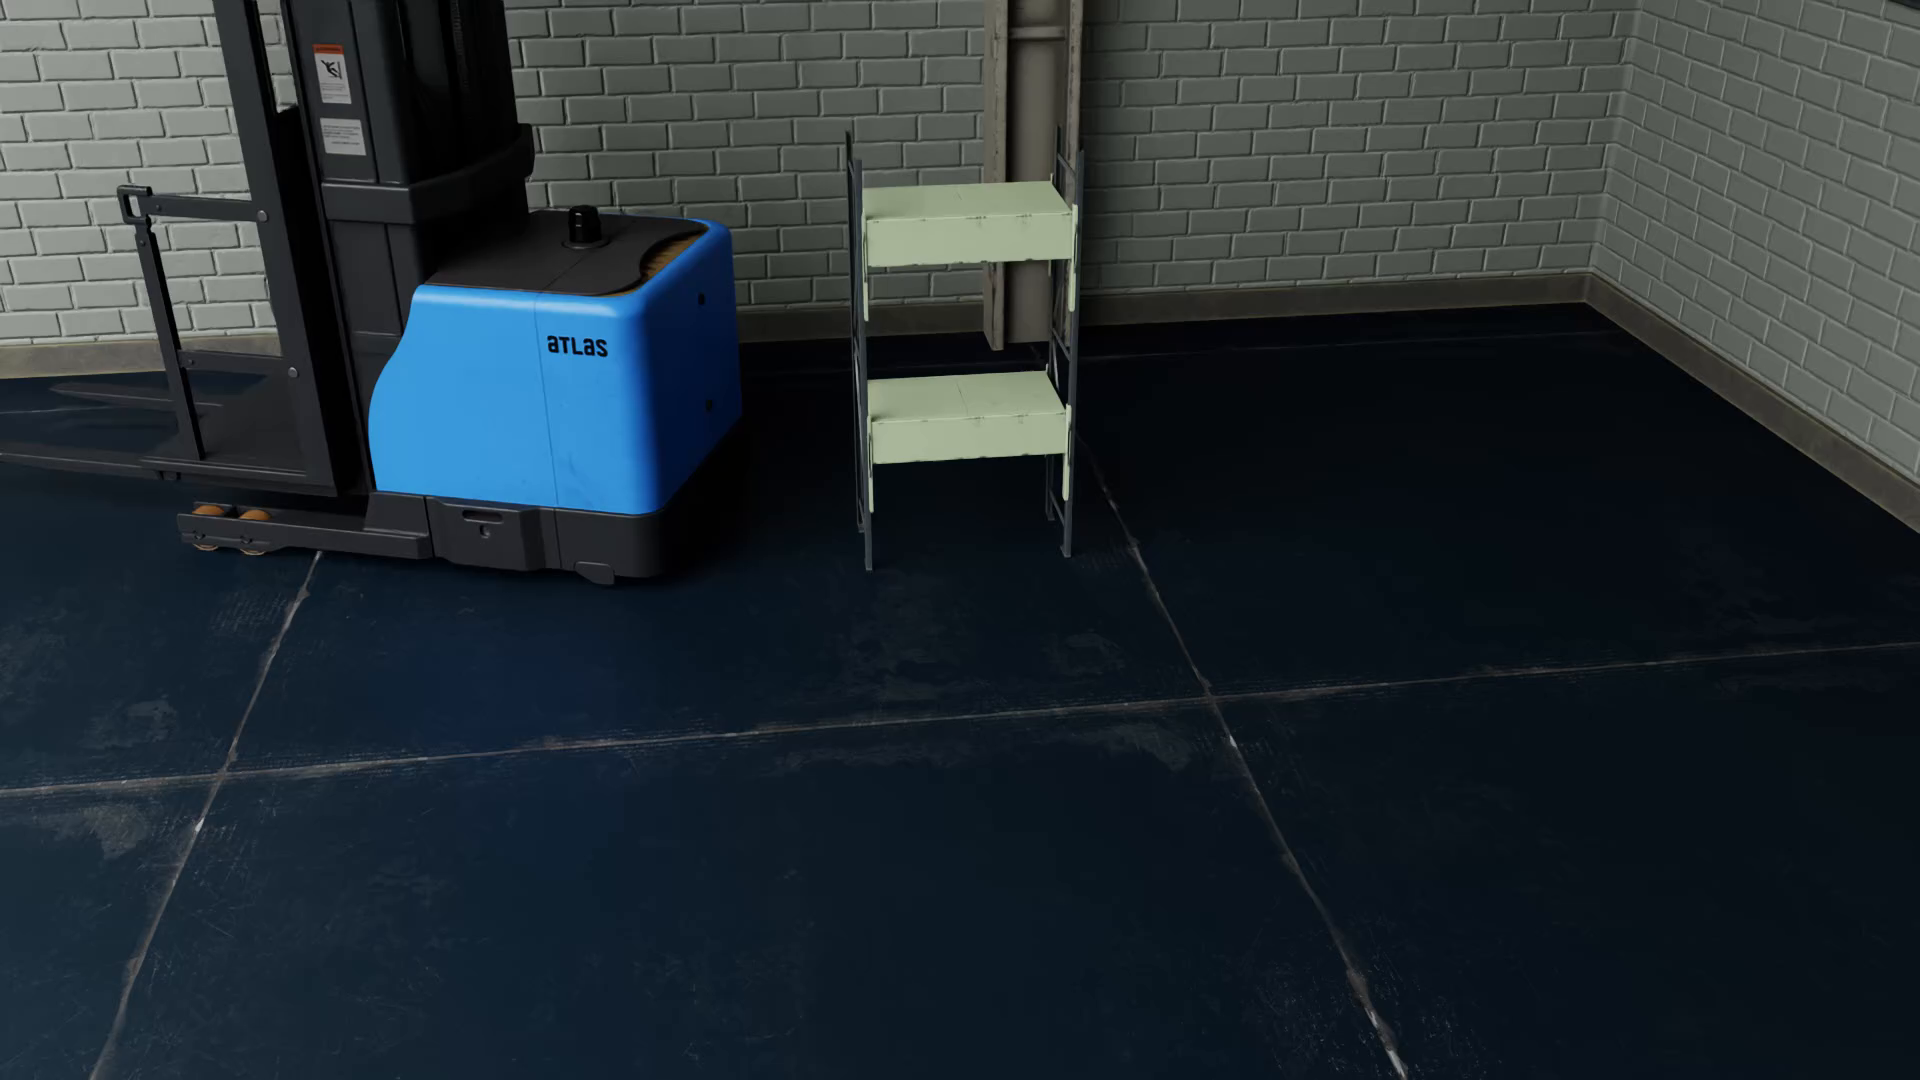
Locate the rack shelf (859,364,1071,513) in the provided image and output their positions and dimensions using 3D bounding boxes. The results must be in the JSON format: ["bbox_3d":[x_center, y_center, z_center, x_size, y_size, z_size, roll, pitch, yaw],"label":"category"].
[{"bbox_3d":[0.007,-0.378,6.057,0.720,0.370,0.431,-4,27,-7],"label":"rack shelf"}]

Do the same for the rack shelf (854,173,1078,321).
[{"bbox_3d":[0.007,-1.015,5.730,0.720,0.370,0.431,-4,27,-7],"label":"rack shelf"}]

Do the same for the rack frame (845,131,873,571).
[{"bbox_3d":[-0.356,-0.644,5.863,0.023,1.500,0.400,-4,27,-7],"label":"rack frame"}]

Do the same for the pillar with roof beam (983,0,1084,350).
[{"bbox_3d":[0.931,-3.056,2.349,0.400,9.000,9.100,-4,27,-7],"label":"pillar with roof beam"}]

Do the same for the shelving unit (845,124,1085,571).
[{"bbox_3d":[0.007,-0.668,5.908,0.755,1.500,0.431,-4,27,-7],"label":"shelving unit"}]

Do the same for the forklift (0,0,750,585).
[{"bbox_3d":[-2.411,-1.475,5.913,3.031,2.935,1.130,5,28,11],"label":"forklift"}]

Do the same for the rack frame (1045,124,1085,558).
[{"bbox_3d":[0.369,-0.691,5.954,0.023,1.500,0.400,-4,27,-7],"label":"rack frame"}]
